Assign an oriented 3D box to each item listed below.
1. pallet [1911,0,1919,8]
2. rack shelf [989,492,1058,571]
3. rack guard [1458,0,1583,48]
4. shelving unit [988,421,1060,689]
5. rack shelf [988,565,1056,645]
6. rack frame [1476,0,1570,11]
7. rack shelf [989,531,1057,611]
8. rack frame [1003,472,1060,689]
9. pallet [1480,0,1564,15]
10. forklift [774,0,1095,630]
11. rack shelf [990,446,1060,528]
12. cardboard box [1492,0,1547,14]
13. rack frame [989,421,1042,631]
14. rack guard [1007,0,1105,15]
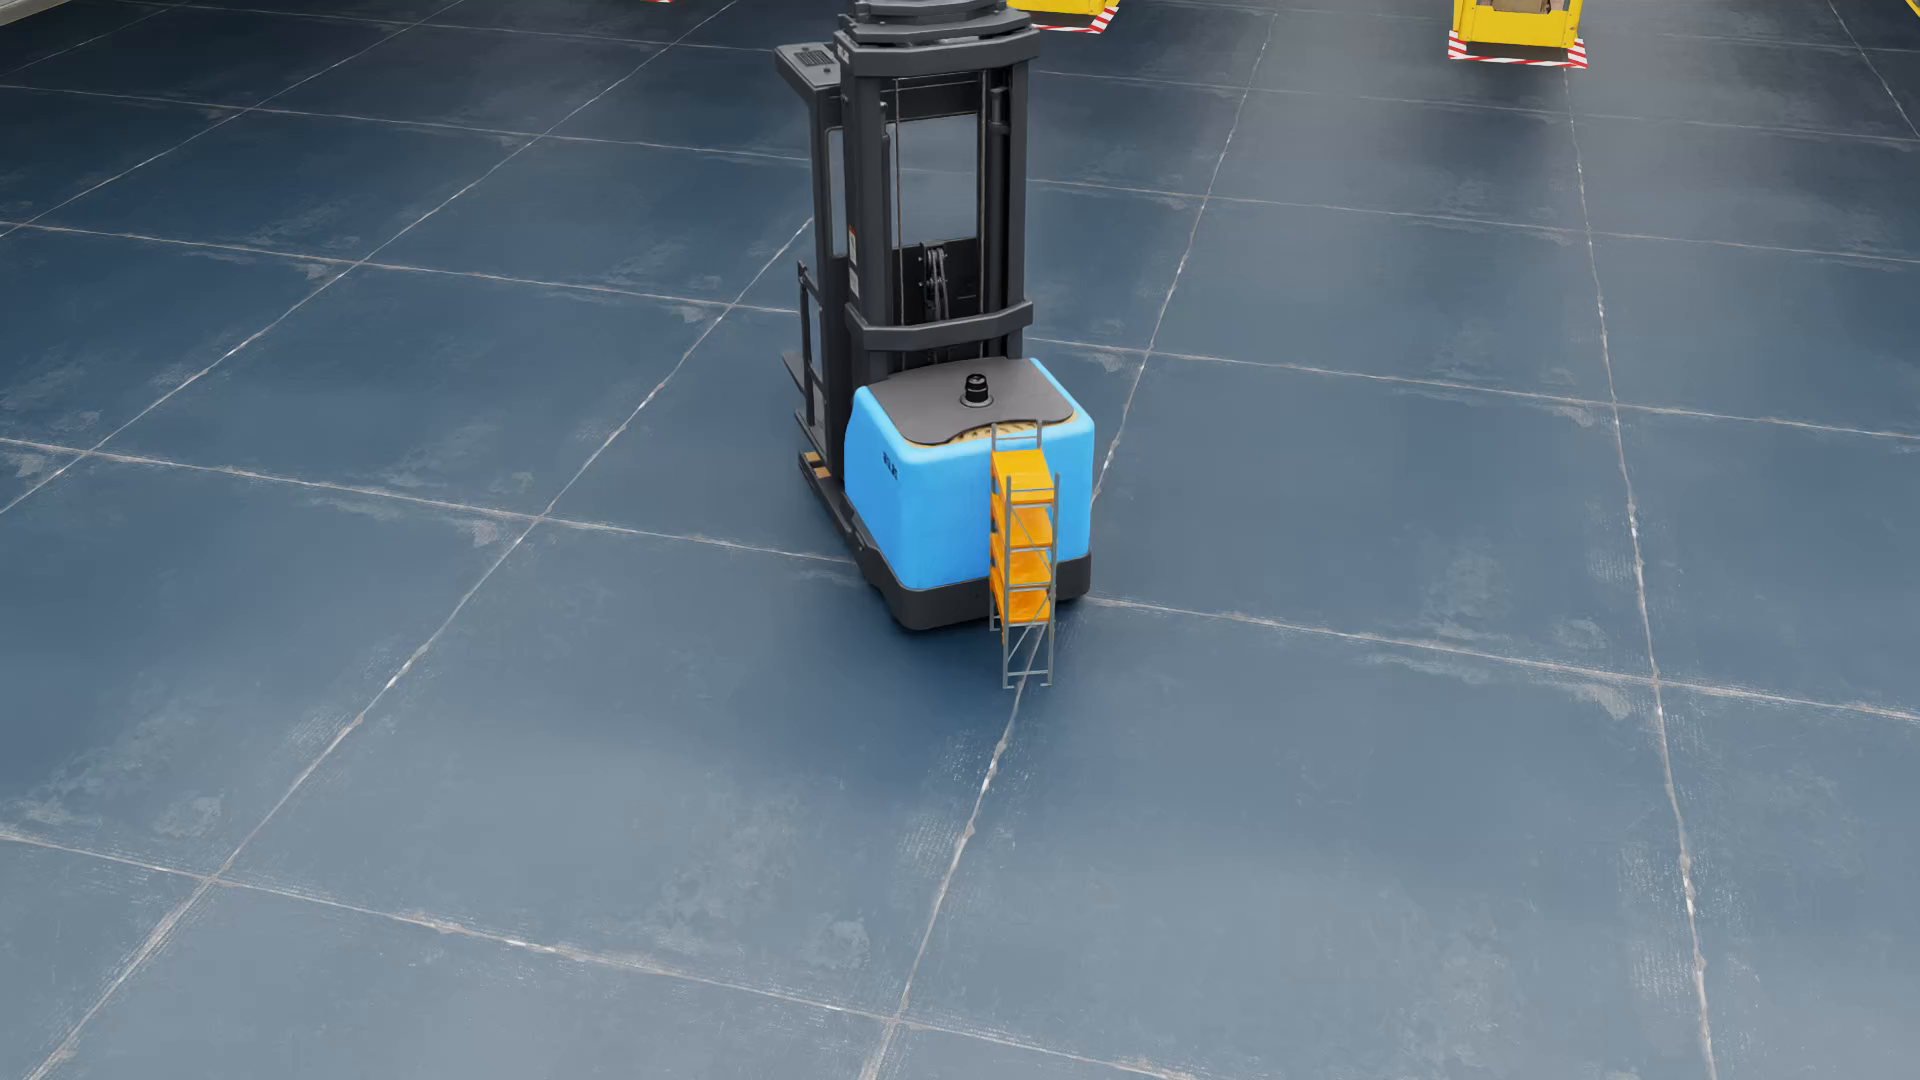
[{"bbox_3d":[11.358,-6.291,18.949,1.003,0.211,1.213,8,33,12],"label":"pallet"},{"bbox_3d":[0.299,-0.052,7.922,0.258,0.148,0.480,-4,33,-6],"label":"rack shelf"},{"bbox_3d":[5.859,-5.488,17.417,1.175,0.500,0.348,8,33,12],"label":"rack guard"},{"bbox_3d":[0.299,0.080,8.006,0.258,1.200,0.503,-4,33,-6],"label":"shelving unit"},{"bbox_3d":[0.299,0.304,8.149,0.258,0.148,0.480,-4,33,-6],"label":"rack shelf"},{"bbox_3d":[5.840,-6.504,16.685,1.000,3.000,0.127,8,33,12],"label":"rack frame"},{"bbox_3d":[0.299,0.137,8.042,0.258,0.148,0.480,-4,33,-6],"label":"rack shelf"},{"bbox_3d":[0.329,0.210,7.802,0.240,1.200,0.015,-4,33,-6],"label":"rack frame"},{"bbox_3d":[6.099,-5.783,18.150,1.003,0.211,1.213,8,33,12],"label":"pallet"},{"bbox_3d":[-0.307,-1.563,8.977,1.130,2.935,3.031,-11,34,-17],"label":"forklift"},{"bbox_3d":[0.299,-0.252,7.795,0.258,0.148,0.480,-4,33,-6],"label":"rack shelf"},{"bbox_3d":[6.014,-5.948,17.749,0.500,0.500,0.500,14,35,21],"label":"cardboard box"},{"bbox_3d":[0.270,-0.050,8.210,0.240,1.200,0.015,-4,33,-6],"label":"rack frame"},{"bbox_3d":[1.022,-6.169,18.488,1.175,0.500,0.348,8,33,12],"label":"rack guard"}]
